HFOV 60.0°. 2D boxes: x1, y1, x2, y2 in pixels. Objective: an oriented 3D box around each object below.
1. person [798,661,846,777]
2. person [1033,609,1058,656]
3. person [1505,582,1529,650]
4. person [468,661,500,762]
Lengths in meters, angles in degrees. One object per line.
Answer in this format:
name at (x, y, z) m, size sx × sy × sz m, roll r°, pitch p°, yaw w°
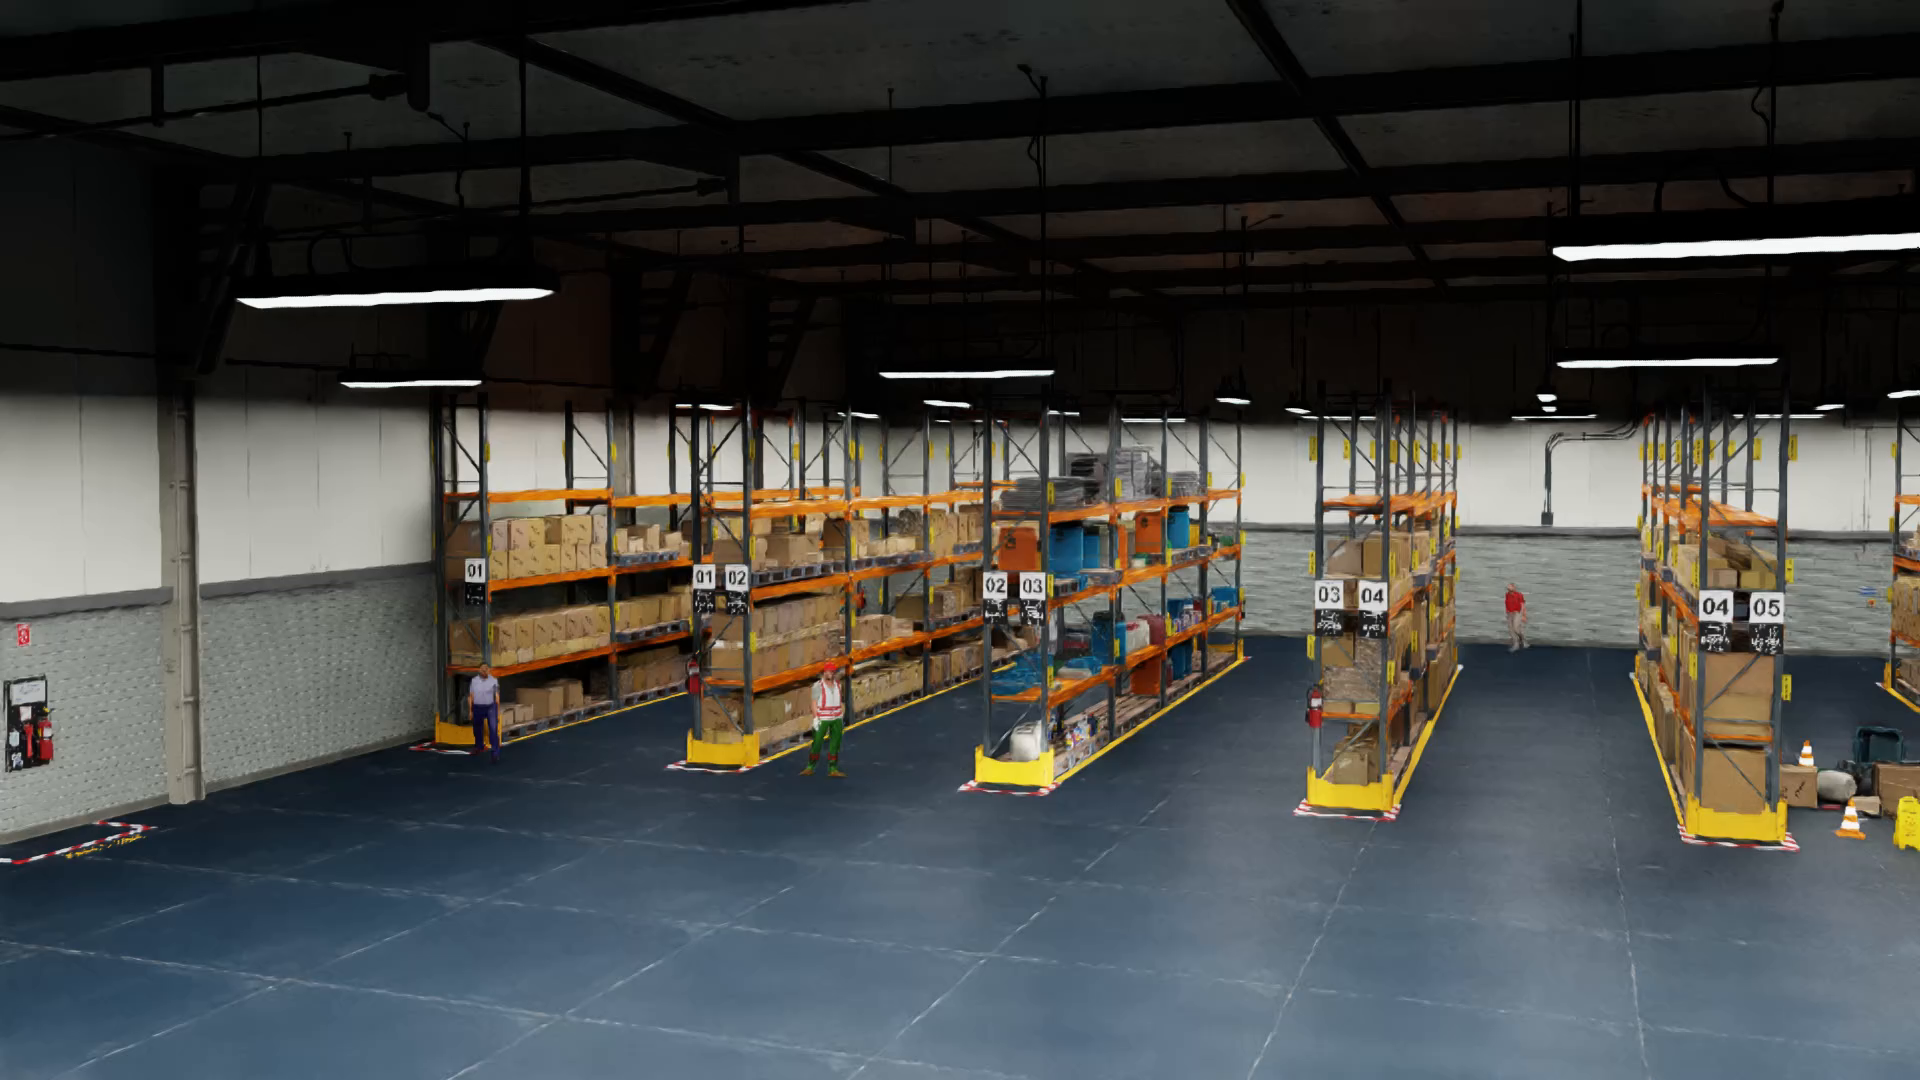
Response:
person at (-2.118, 2.754, 25.538) m, size 0.705 × 1.787 × 0.487 m, roll -2°, pitch 3°, yaw -28°
person at (1.950, 2.183, 36.901) m, size 0.677 × 1.725 × 0.574 m, roll 1°, pitch 3°, yaw 17°
person at (14.022, 1.914, 41.878) m, size 0.534 × 1.718 × 0.598 m, roll -2°, pitch 4°, yaw -33°
person at (-7.716, 2.757, 26.947) m, size 0.587 × 1.611 × 0.918 m, roll 0°, pitch 3°, yaw -7°
